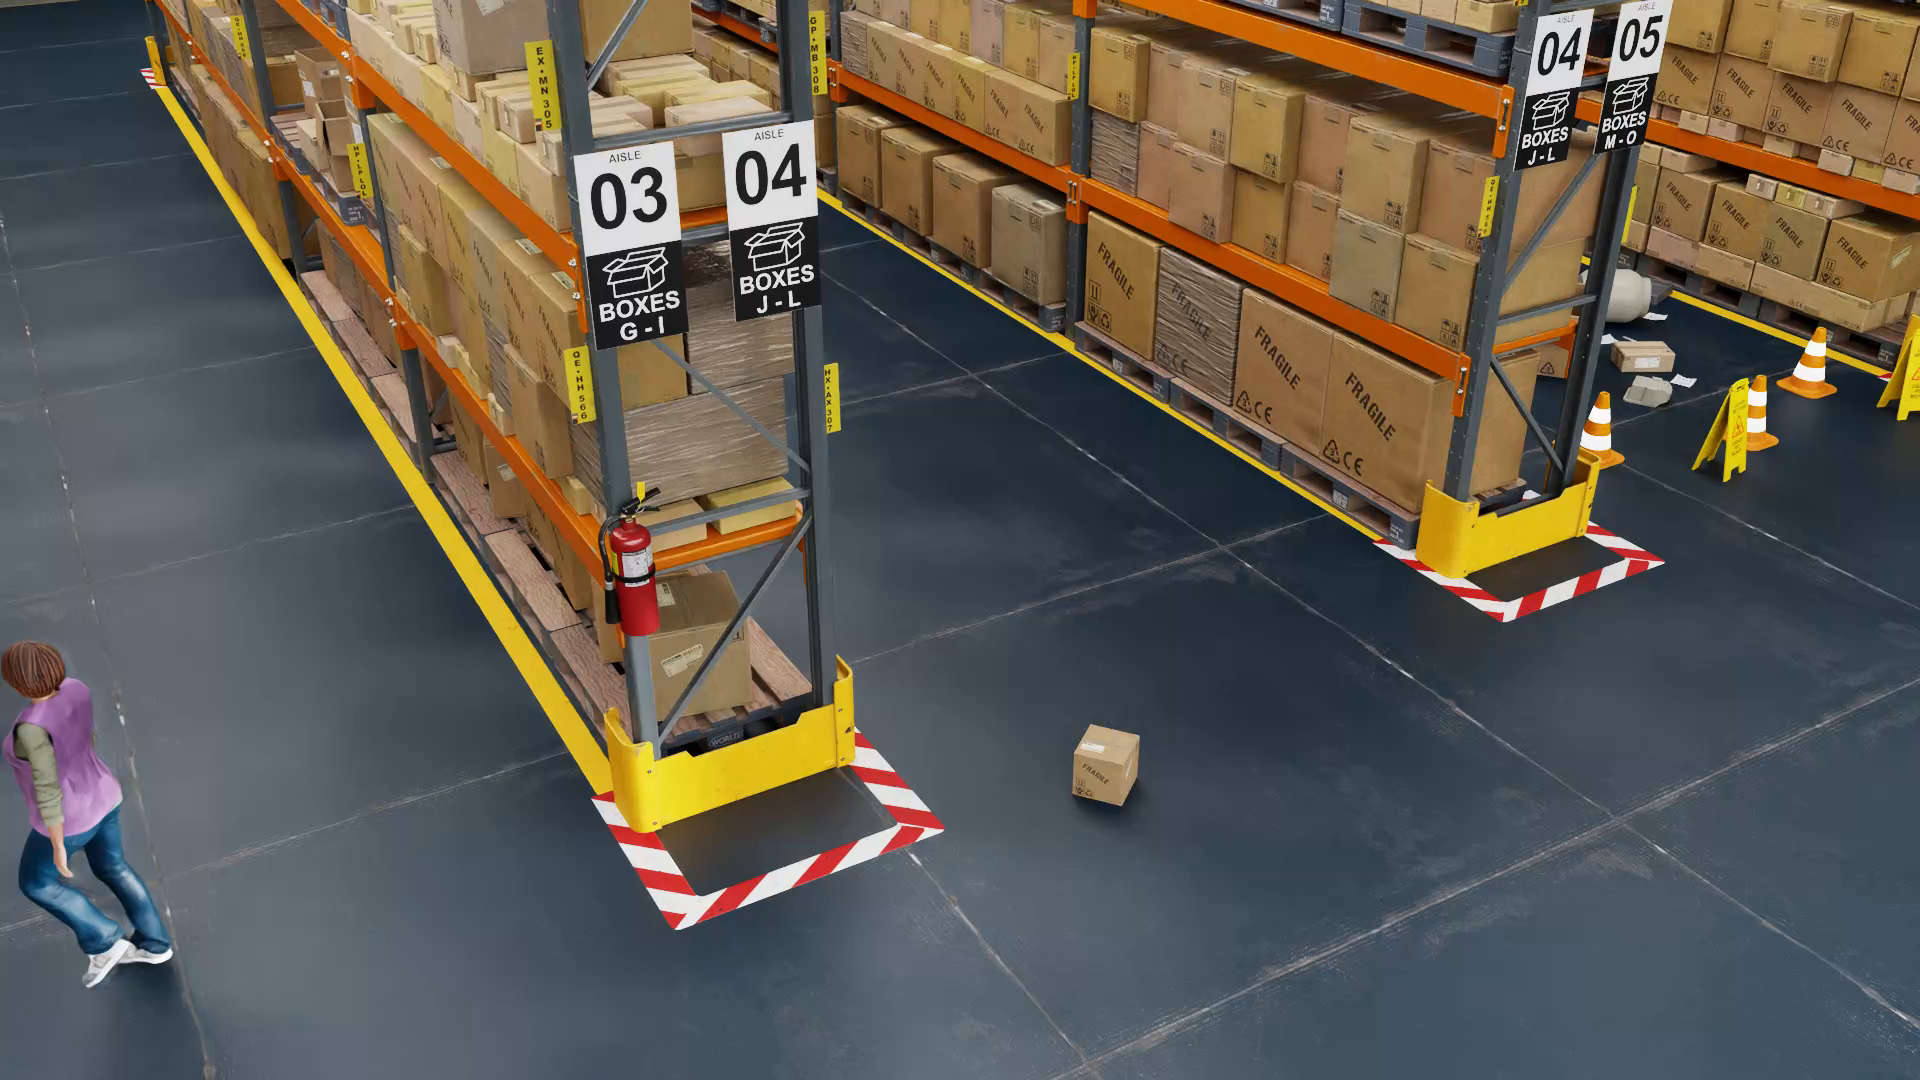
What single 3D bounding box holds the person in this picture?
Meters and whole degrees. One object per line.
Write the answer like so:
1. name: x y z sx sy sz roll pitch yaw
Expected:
1. person: -3.515 1.099 6.582 0.455 1.622 0.491 3 30 5
